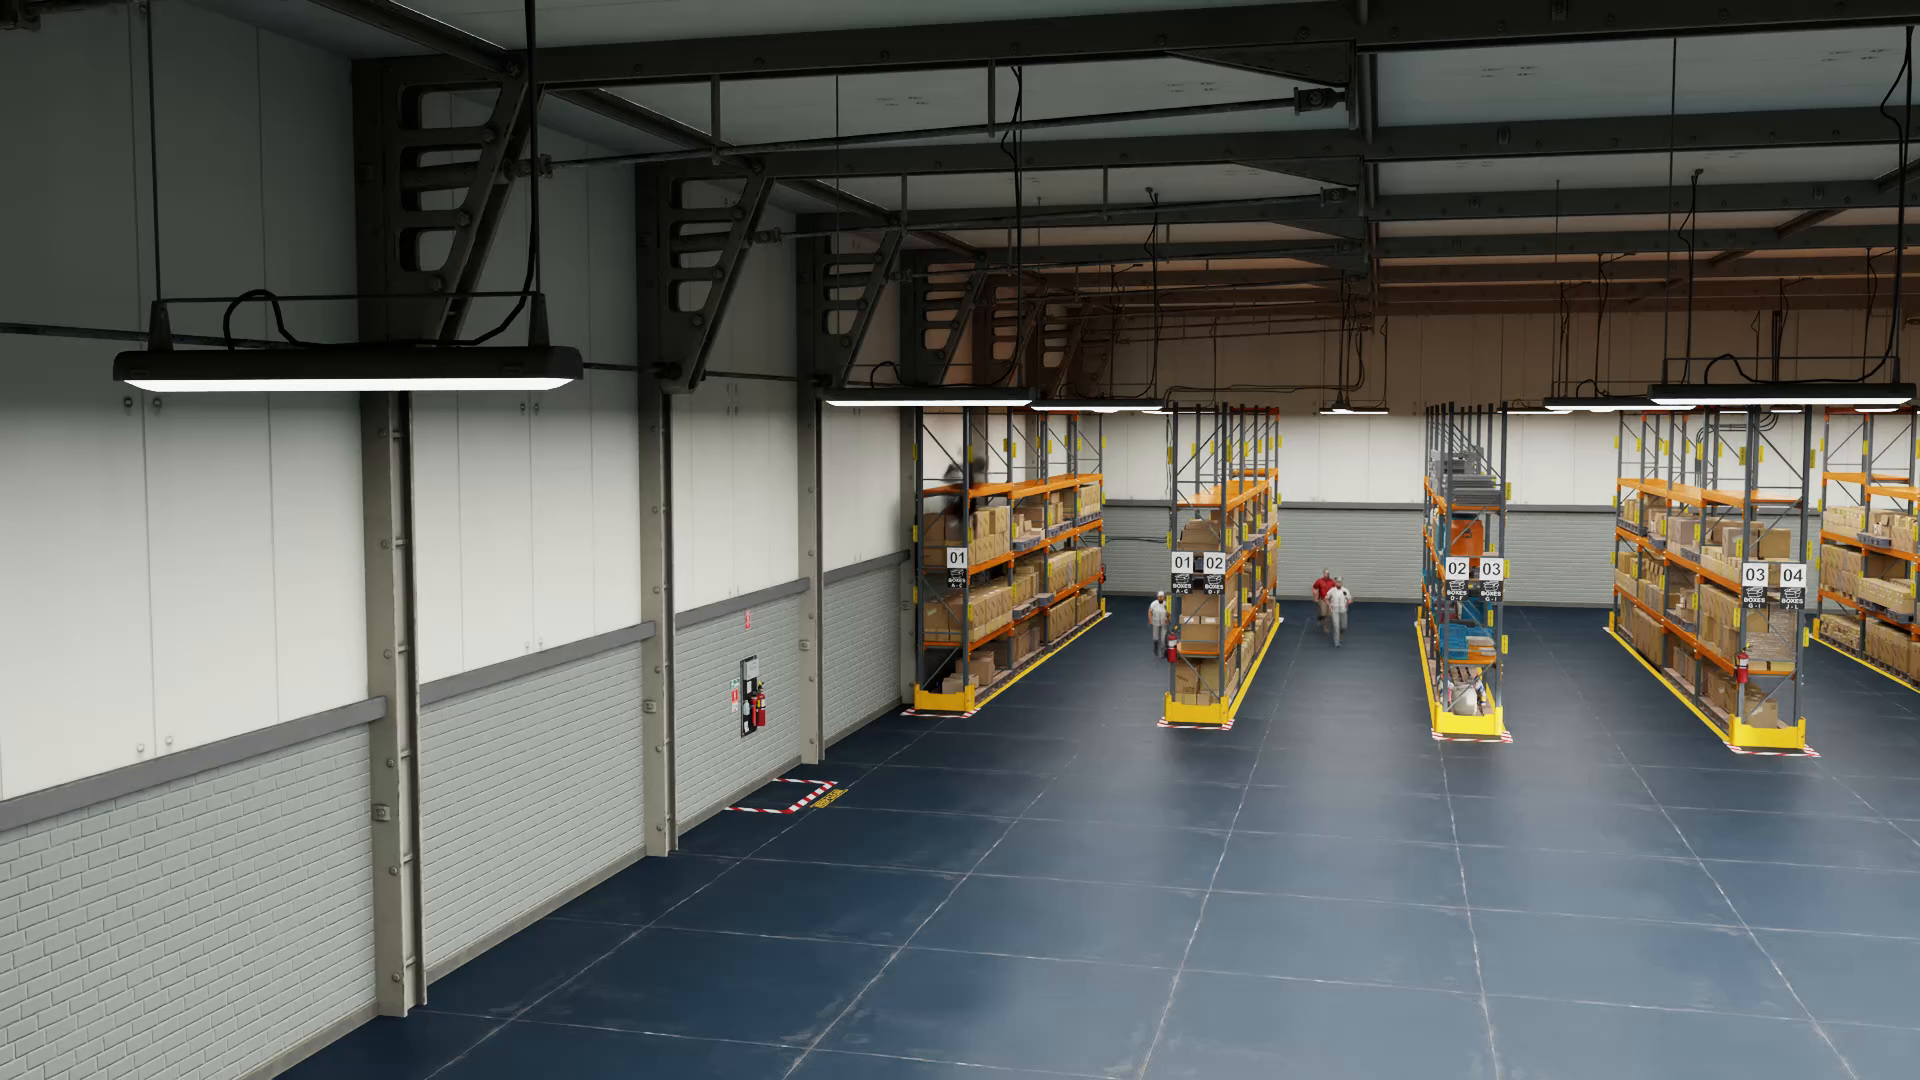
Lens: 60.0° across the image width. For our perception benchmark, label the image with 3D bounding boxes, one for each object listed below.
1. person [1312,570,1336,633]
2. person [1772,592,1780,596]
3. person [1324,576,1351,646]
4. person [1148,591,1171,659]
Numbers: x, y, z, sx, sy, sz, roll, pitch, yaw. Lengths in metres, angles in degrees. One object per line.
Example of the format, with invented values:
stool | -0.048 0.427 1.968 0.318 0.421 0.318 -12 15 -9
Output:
person | 9.729 1.628 44.227 0.667 1.677 0.598 0 4 -2
person | 21.310 1.635 43.767 0.552 1.703 0.728 -2 5 -26
person | 9.487 1.771 41.727 0.669 1.737 0.732 0 4 3
person | 4.731 2.013 39.316 0.592 1.616 0.581 1 4 8
